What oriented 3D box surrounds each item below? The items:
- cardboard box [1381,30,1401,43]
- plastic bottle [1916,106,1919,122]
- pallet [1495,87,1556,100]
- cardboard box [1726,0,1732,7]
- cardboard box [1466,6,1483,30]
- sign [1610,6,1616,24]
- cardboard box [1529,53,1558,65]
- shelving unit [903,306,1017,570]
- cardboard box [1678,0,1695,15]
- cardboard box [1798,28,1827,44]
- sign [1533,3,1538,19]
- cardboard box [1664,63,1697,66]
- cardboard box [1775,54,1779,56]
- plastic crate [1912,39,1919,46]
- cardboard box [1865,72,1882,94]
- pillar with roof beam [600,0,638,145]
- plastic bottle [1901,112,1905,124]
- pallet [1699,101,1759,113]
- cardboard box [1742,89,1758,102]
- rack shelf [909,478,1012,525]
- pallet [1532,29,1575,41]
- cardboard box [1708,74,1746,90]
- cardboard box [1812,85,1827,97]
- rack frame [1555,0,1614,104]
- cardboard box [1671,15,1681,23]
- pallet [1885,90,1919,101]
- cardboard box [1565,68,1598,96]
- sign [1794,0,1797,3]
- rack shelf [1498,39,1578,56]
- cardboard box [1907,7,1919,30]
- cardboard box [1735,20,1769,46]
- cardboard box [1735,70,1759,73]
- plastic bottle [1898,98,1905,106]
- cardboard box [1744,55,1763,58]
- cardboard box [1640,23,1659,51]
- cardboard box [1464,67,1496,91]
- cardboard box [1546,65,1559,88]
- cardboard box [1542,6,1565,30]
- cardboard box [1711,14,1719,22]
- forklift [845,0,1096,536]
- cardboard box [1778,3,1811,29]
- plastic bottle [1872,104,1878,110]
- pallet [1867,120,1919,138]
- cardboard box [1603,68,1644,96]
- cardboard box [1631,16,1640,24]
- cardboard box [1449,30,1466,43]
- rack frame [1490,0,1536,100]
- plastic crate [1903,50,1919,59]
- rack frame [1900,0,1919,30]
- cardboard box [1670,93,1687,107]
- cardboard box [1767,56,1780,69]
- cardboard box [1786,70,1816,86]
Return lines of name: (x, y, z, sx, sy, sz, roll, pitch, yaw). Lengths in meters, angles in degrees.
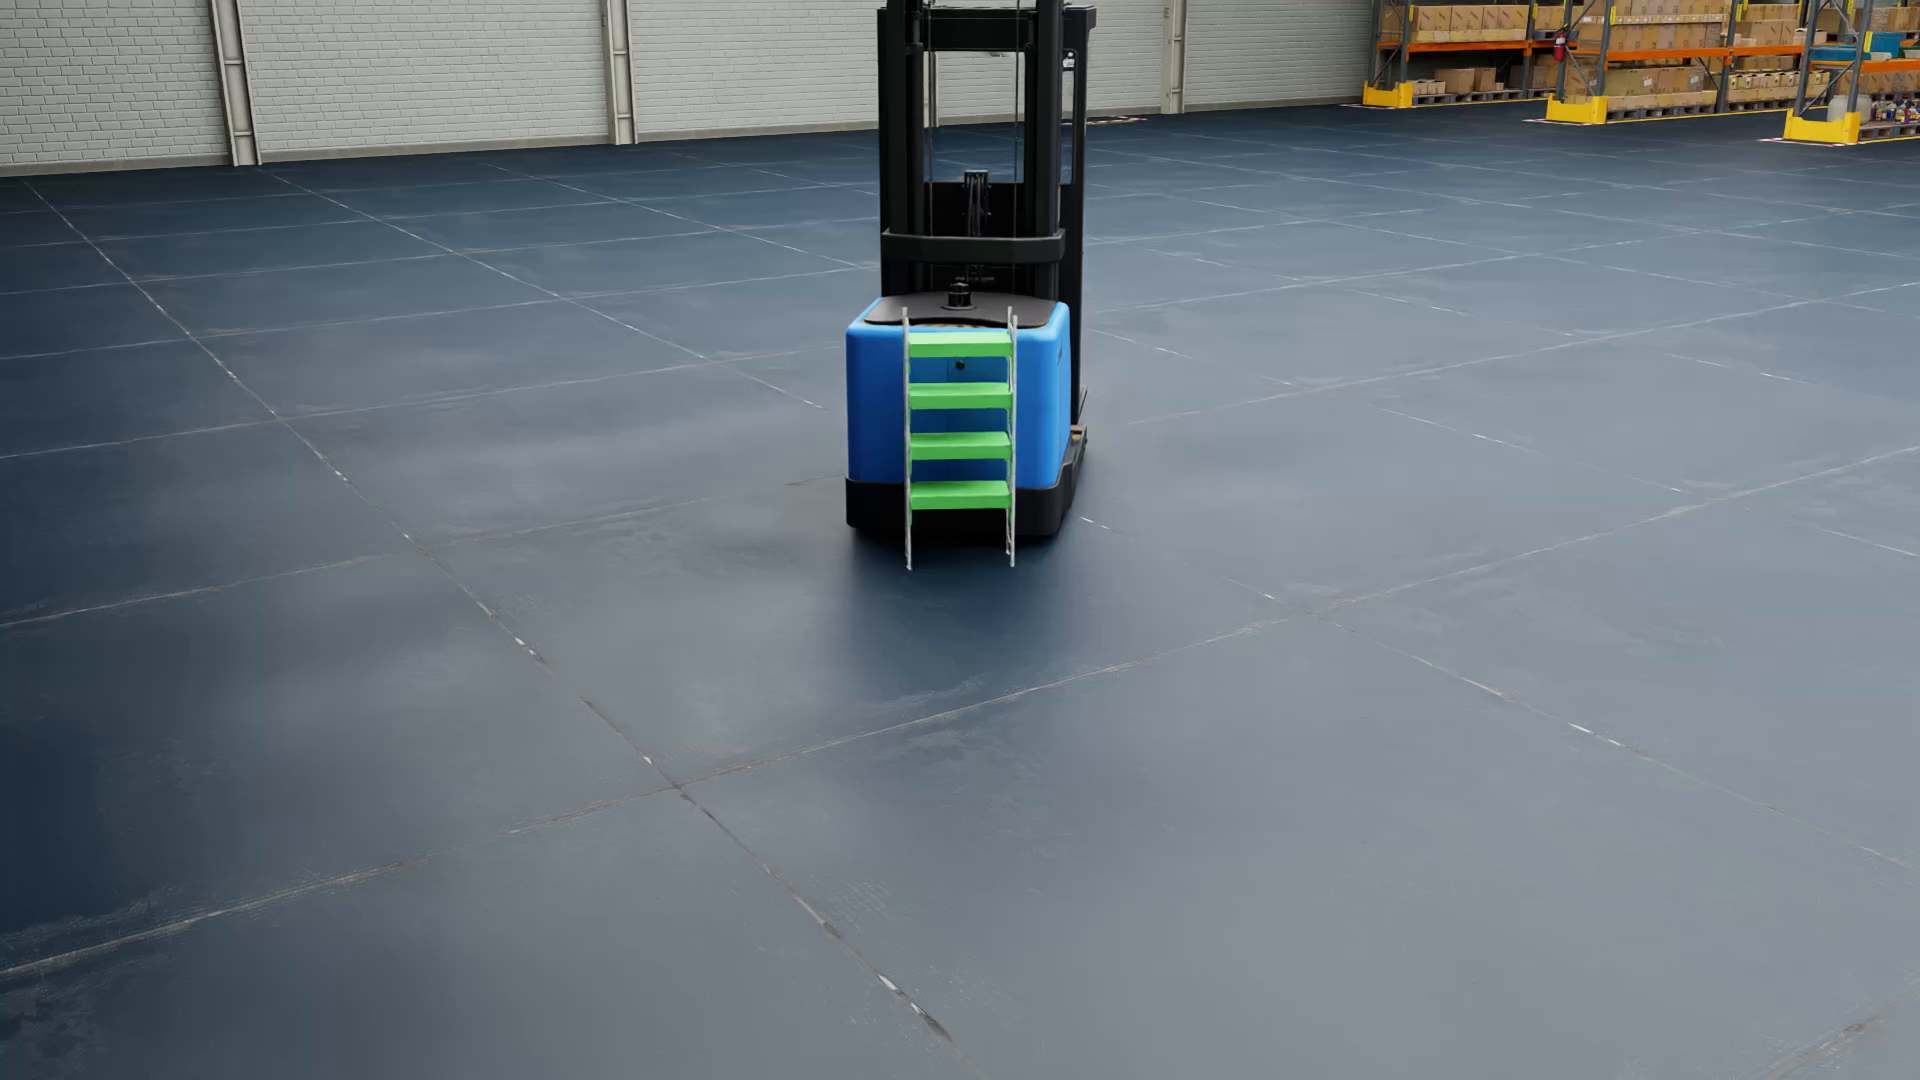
cardboard box: (9.550, -10.978, 36.237, 0.500, 0.250, 0.500, -12, 22, -31)
plastic bottle: (16.939, -7.521, 29.382, 0.097, 0.271, 0.097, 0, 19, 0)
pallet: (13.256, -10.427, 38.757, 1.213, 0.211, 1.003, -12, 22, -31)
cardboard box: (19.039, -13.422, 41.439, 0.500, 0.250, 0.500, -11, 22, -30)
cardboard box: (11.108, -11.471, 36.524, 0.500, 0.500, 0.500, -11, 22, -30)
sign: (12.294, -9.879, 31.309, 0.005, 0.325, 0.100, -12, 22, -31)
cardboard box: (13.578, -11.202, 38.742, 0.500, 0.250, 0.500, -12, 22, -33)
shelving unit: (-0.004, -0.471, 7.765, 0.503, 1.200, 0.258, -1, 19, -4)
cardboard box: (14.127, -10.691, 33.002, 0.500, 0.500, 0.700, -12, 22, -31)
cardboard box: (18.347, -10.896, 35.930, 0.500, 0.311, 0.500, -10, 21, -28)
sign: (12.912, -11.877, 37.340, 0.005, 0.325, 0.100, -12, 22, -31)
cardboard box: (14.775, -9.540, 34.245, 0.500, 0.500, 0.500, -12, 22, -31)
cardboard box: (21.250, -12.793, 43.637, 0.250, 0.149, 0.380, -12, 22, -31)
plastic crate: (17.548, -8.873, 29.903, 0.504, 0.338, 0.767, -12, 22, -31)
cardboard box: (20.068, -10.199, 36.946, 0.500, 0.500, 0.500, -12, 22, -32)
pillar with roof beam: (-3.291, -9.780, 23.124, 0.400, 9.000, 9.100, -12, 22, -31)
plastic bottle: (16.487, -7.393, 29.111, 0.097, 0.201, 0.097, 0, 19, 0)
pallet: (15.928, -9.105, 34.848, 1.213, 0.211, 1.003, -12, 22, -31)
cardboard box: (16.235, -9.277, 34.639, 0.500, 0.250, 0.500, -11, 22, -30)
rack shelf: (-0.004, -0.183, 7.862, 0.480, 0.148, 0.258, -1, 19, -4)
pallet: (13.325, -11.615, 38.218, 1.213, 0.211, 1.003, -12, 22, -31)
cardboard box: (15.816, -9.454, 34.288, 0.500, 0.311, 0.500, -12, 22, -31)
cardboard box: (18.370, -9.729, 35.976, 0.500, 0.250, 0.500, -11, 22, -30)
rack frame: (11.994, -9.581, 31.902, 0.127, 3.000, 1.000, -12, 22, -31)
cardboard box: (13.944, -10.265, 32.754, 0.250, 0.149, 0.380, -11, 22, -30)
pallet: (21.357, -10.221, 38.147, 1.213, 0.211, 1.003, -12, 22, -31)
cardboard box: (12.278, -9.007, 32.670, 0.500, 0.500, 0.500, -12, 22, -31)
sign: (22.329, -14.321, 44.447, 0.005, 0.325, 0.100, -12, 22, -31)
rack shelf: (14.277, -11.622, 39.061, 4.000, 0.370, 1.077, -12, 22, -31)
cardboard box: (21.497, -11.918, 38.001, 0.700, 0.500, 0.500, 14, 23, 35)
cardboard box: (16.425, -10.557, 34.632, 0.500, 0.500, 0.500, -10, 21, -28)
cardboard box: (16.786, -9.864, 35.501, 0.500, 0.311, 0.500, -12, 22, -32)
plastic bottle: (17.153, -7.883, 30.327, 0.185, 0.351, 0.144, -11, 22, -30)
cardboard box: (20.356, -12.457, 42.644, 0.250, 0.149, 0.380, -11, 22, -30)
cardboard box: (13.244, -9.887, 32.651, 0.500, 0.500, 0.700, -12, 22, -31)
cardboard box: (11.762, -10.441, 37.661, 0.500, 0.500, 0.500, -14, 23, -35)
cardboard box: (13.616, -10.873, 38.939, 0.500, 0.500, 0.700, -12, 22, -32)
cardboard box: (13.521, -12.043, 38.341, 0.500, 0.500, 0.700, -9, 21, -26)
cardboard box: (15.017, -10.492, 33.428, 0.250, 0.149, 0.380, -12, 22, -33)
forklift: (0.150, -1.836, 9.100, 1.130, 2.935, 3.031, 3, 19, 7)
cardboard box: (21.607, -13.642, 43.446, 0.700, 0.700, 0.980, -12, 22, -32)
plastic bottle: (16.349, -7.676, 29.833, 0.135, 0.276, 0.152, -13, 22, -33)
pallet: (16.452, -7.316, 29.556, 1.213, 0.211, 1.003, -12, 22, -31)
cardboard box: (12.980, -8.957, 32.521, 0.500, 0.500, 0.500, -12, 22, -31)
cardboard box: (12.868, -10.038, 32.085, 0.250, 0.149, 0.380, -12, 22, -31)
cardboard box: (10.703, -11.029, 36.386, 0.500, 0.250, 0.500, -12, 22, -32)
rack frame: (12.607, -11.610, 37.904, 0.127, 3.000, 1.000, -12, 22, -31)
plastic crate: (16.839, -8.482, 29.061, 0.437, 0.136, 0.530, -12, 22, -31)
rack frame: (22.016, -11.695, 38.154, 0.127, 3.000, 1.000, -12, 22, -31)
cardboard box: (14.235, -8.865, 33.420, 0.500, 0.250, 0.500, -12, 22, -31)
cardboard box: (20.820, -12.316, 43.238, 0.500, 0.500, 0.700, -11, 22, -30)
cardboard box: (17.943, -9.901, 35.610, 0.500, 0.311, 0.500, -12, 22, -32)
